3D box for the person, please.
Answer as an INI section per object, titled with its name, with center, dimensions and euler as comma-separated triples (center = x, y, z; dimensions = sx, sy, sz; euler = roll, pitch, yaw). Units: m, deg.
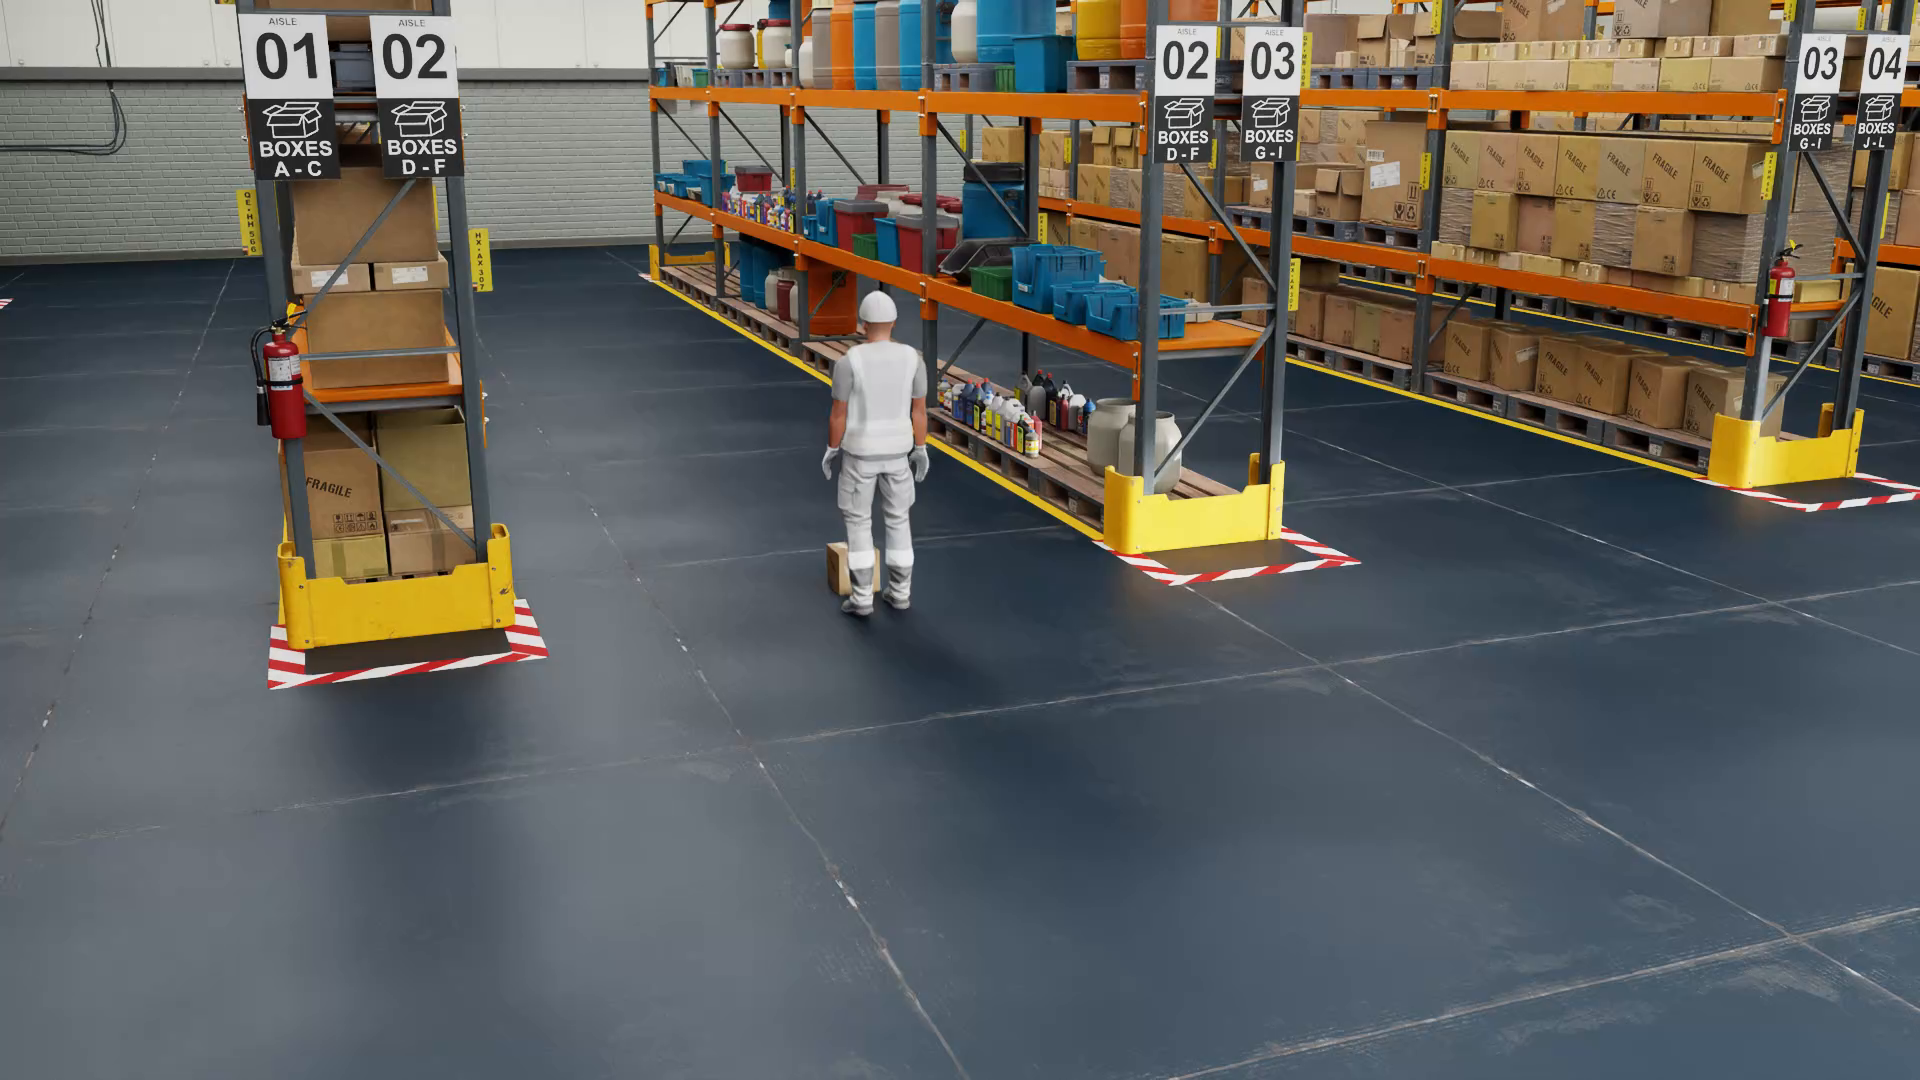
[person]
center = -0.470, -0.474, 9.175
dimensions = 0.587, 1.809, 0.429
euler = -6, 16, -19
